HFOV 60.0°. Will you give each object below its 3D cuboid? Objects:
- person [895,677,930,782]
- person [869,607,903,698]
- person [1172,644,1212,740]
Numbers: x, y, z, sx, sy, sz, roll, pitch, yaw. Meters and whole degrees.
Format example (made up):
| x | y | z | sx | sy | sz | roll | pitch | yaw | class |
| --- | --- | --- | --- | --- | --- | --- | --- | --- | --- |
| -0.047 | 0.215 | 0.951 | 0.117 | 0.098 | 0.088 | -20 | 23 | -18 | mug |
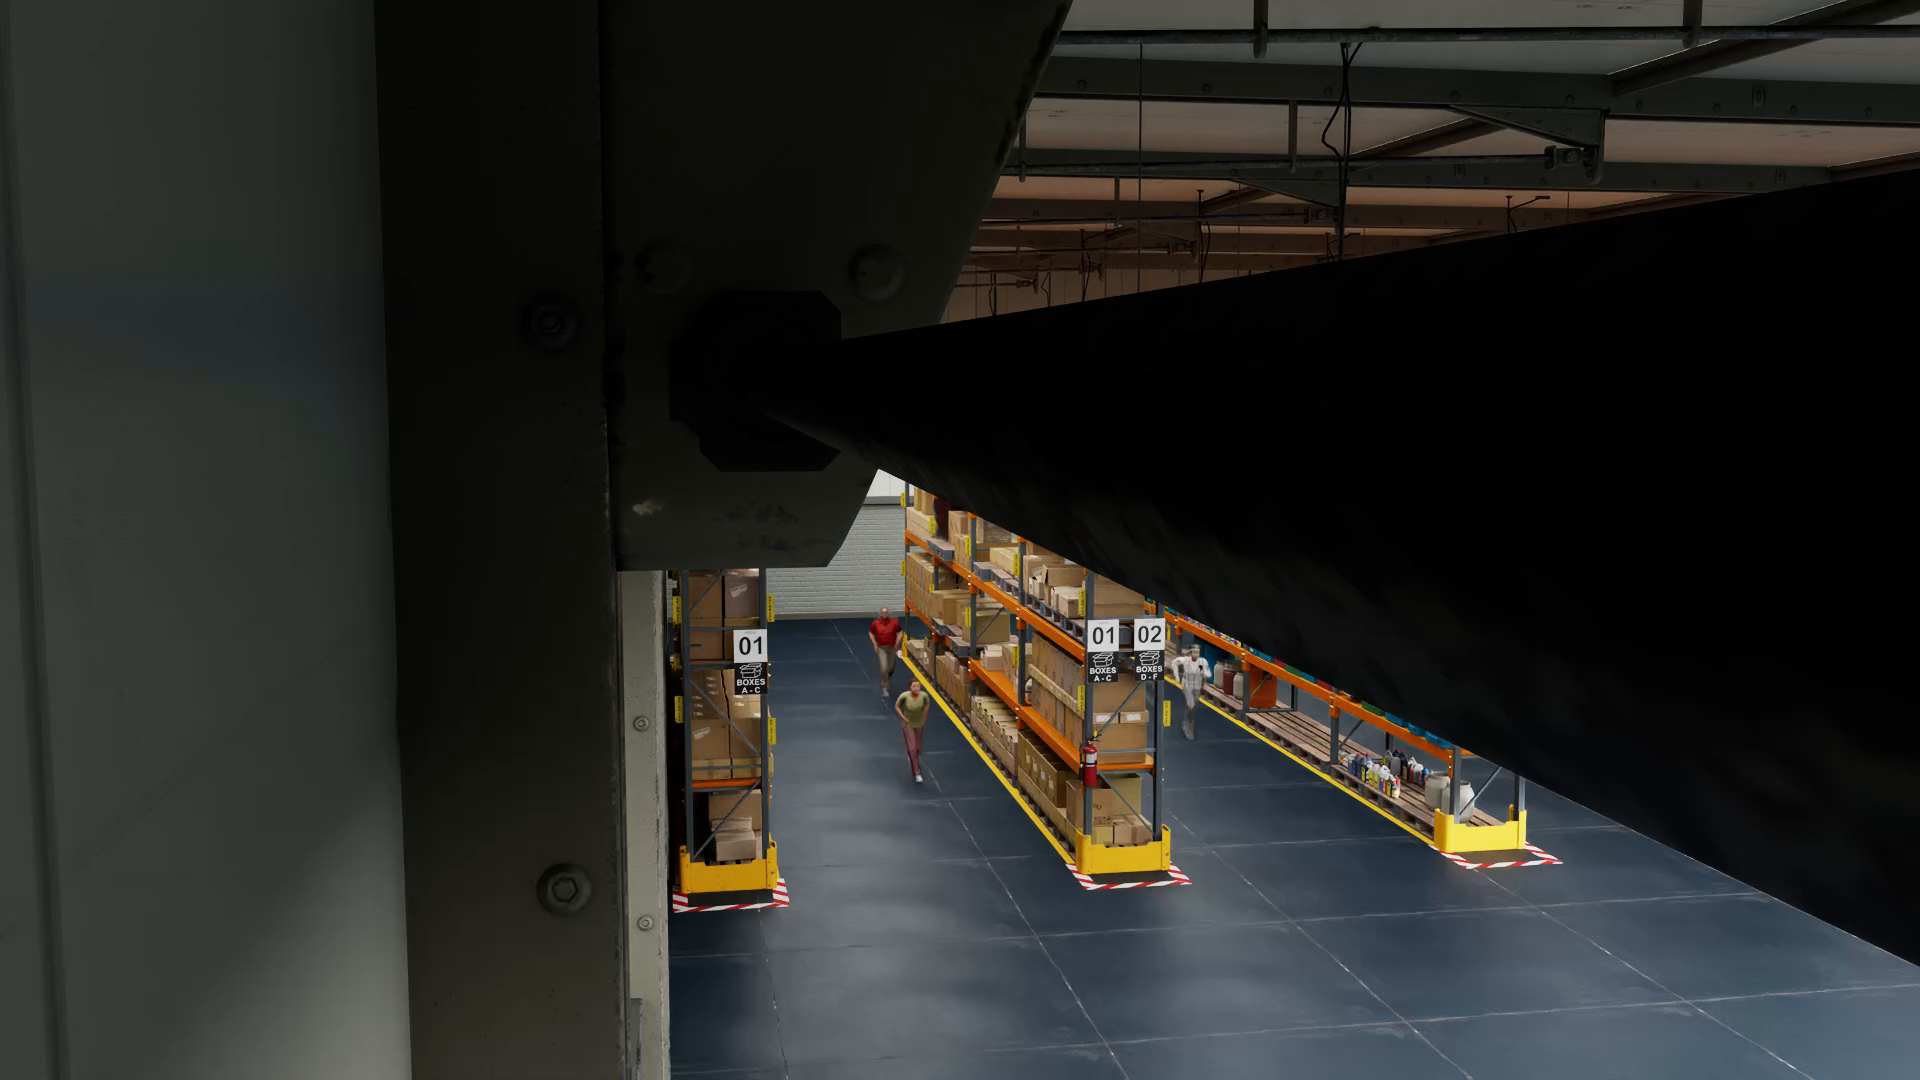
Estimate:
| x | y | z | sx | sy | sz | roll | pitch | yaw | class |
| --- | --- | --- | --- | --- | --- | --- | --- | --- | --- |
| -0.748 | 2.878 | 25.736 | 0.555 | 1.614 | 0.786 | -1 | 6 | -9 | person |
| -1.440 | 2.150 | 32.276 | 0.658 | 1.744 | 0.765 | -1 | 6 | -9 | person |
| 3.955 | 2.561 | 28.465 | 0.603 | 1.659 | 0.891 | -1 | 6 | -11 | person |
